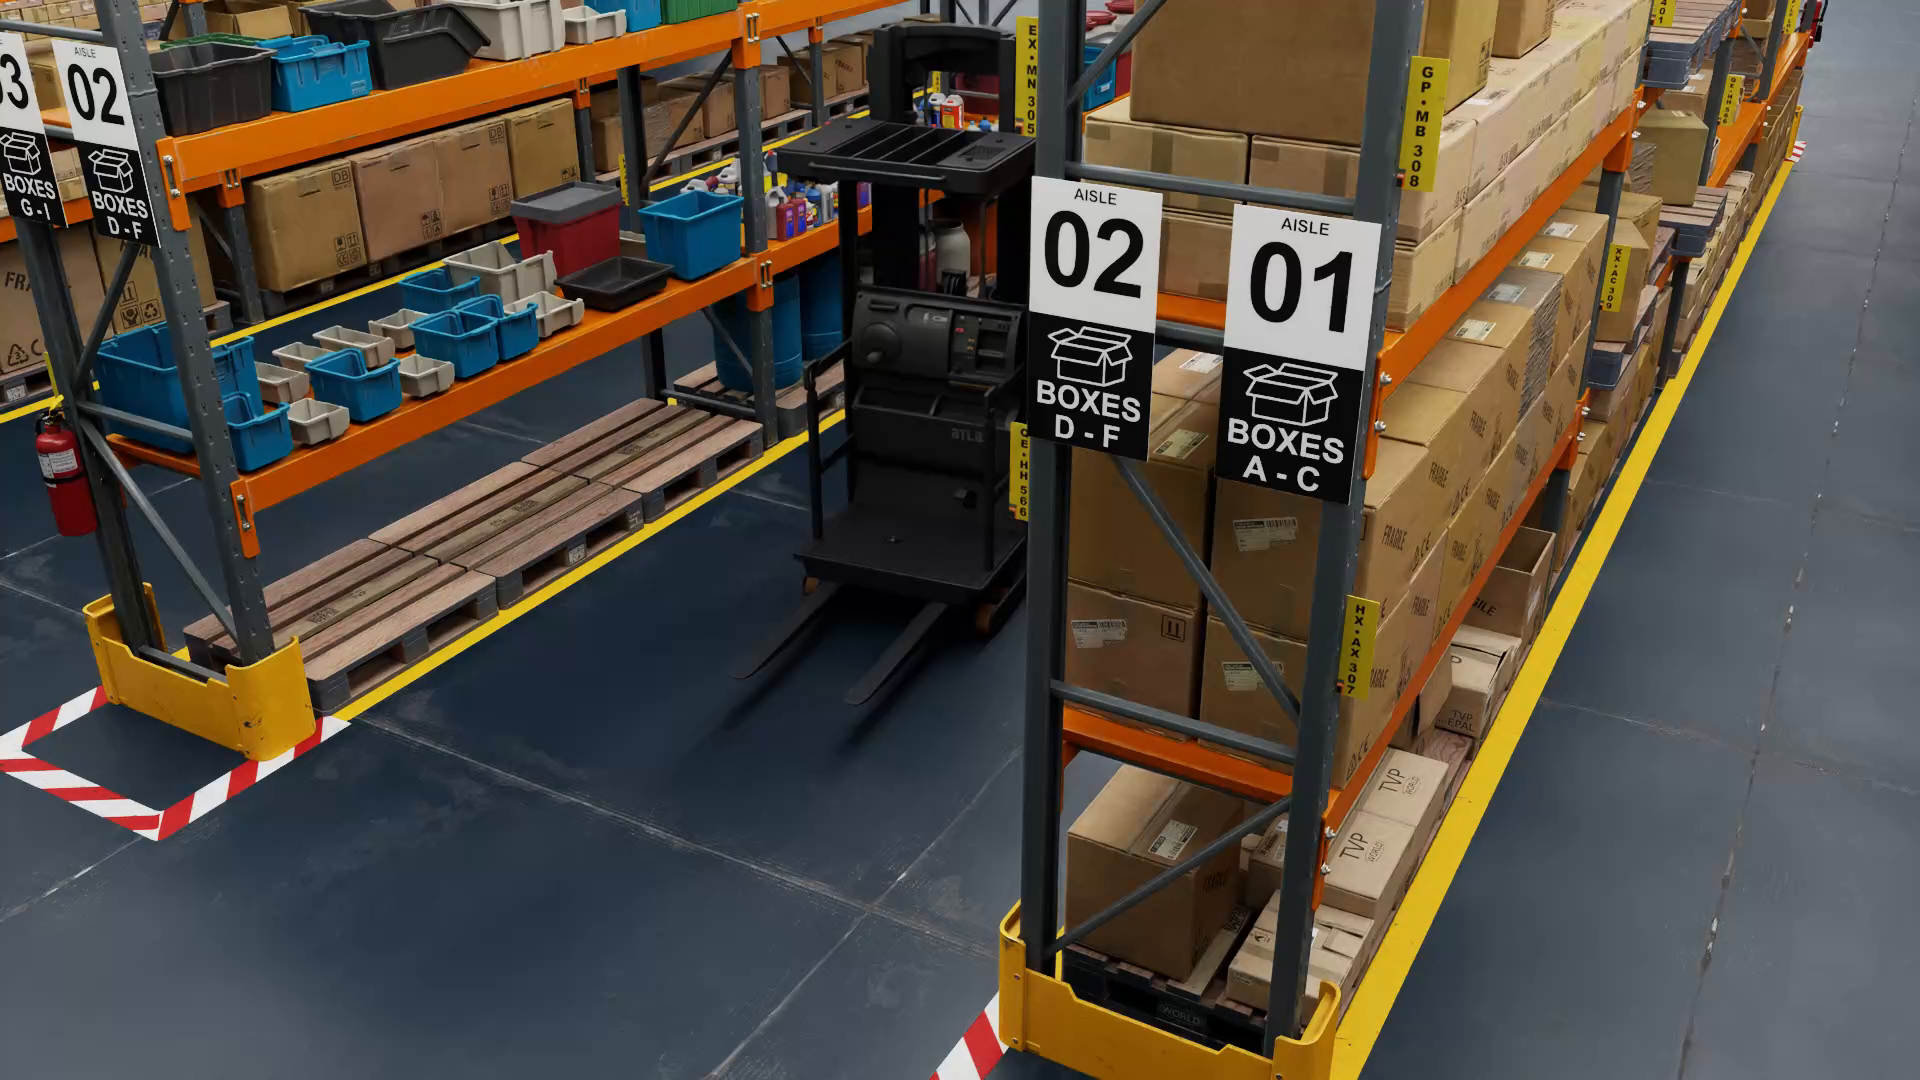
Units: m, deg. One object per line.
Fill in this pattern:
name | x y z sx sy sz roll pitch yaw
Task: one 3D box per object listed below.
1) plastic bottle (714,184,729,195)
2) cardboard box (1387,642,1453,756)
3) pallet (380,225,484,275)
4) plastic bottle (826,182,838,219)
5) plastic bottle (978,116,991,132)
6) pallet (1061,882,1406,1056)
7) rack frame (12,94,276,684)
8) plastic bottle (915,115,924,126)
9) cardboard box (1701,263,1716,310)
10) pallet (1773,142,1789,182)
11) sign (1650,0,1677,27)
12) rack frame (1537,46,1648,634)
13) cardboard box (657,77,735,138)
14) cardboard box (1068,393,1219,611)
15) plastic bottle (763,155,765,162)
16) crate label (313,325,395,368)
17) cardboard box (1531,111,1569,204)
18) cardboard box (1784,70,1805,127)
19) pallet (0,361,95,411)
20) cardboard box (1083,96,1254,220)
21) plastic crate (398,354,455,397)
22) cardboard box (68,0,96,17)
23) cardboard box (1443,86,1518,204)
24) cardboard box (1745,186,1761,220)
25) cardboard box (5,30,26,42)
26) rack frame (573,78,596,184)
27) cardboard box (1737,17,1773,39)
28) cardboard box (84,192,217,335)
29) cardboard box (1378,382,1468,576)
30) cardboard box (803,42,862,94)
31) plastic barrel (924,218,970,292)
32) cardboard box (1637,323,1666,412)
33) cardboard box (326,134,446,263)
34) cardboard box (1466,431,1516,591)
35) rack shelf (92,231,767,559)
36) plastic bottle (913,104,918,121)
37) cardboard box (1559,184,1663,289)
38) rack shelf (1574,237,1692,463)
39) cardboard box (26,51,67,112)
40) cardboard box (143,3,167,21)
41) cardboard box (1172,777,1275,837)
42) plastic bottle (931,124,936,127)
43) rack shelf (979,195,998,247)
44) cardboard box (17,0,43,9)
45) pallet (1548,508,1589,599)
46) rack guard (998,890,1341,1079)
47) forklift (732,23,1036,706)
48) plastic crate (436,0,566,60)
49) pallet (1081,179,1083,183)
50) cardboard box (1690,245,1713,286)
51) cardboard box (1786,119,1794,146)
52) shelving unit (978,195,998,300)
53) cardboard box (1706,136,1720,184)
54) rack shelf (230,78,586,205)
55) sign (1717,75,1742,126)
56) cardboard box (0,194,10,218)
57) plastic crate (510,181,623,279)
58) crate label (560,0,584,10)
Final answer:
plastic bottle | -1.605 -2.296 11.207 0.097 0.201 0.097 0 27 0
cardboard box | 1.722 0.675 7.348 0.797 0.503 0.637 14 30 26
pallet | -5.068 -2.708 14.925 1.003 0.211 1.213 14 30 26
plastic bottle | -0.849 -2.291 11.119 0.097 0.271 0.097 0 27 0
plastic bottle | 0.189 -3.113 12.762 0.097 0.271 0.097 0 27 0
pallet | 1.102 1.488 6.543 1.003 0.211 1.213 14 30 26
rack frame | -3.637 -0.511 7.420 1.000 3.000 0.127 14 30 26
plastic bottle | -0.306 -3.242 13.098 0.097 0.201 0.097 0 27 0
cardboard box | 5.619 -2.034 13.066 0.500 0.250 0.500 13 30 25
pallet | 8.205 -4.100 17.705 1.003 0.211 1.213 14 30 26
sign | 3.118 -2.434 7.332 0.100 0.325 0.005 14 30 26
rack frame | 2.641 -0.978 8.352 1.000 3.000 0.127 14 30 26
cardboard box | -2.893 -4.723 18.135 0.700 0.500 0.500 12 29 22
cardboard box | 0.653 -0.145 5.460 0.500 0.500 0.500 14 30 26
plastic bottle | -1.411 -2.550 11.549 0.144 0.351 0.185 14 30 26
crate label | -3.123 -1.001 8.627 0.396 0.136 0.243 14 30 26
cardboard box | 1.890 -1.421 6.054 0.500 0.250 0.500 14 30 26
cardboard box | 8.540 -4.674 17.500 0.500 0.500 0.500 14 30 26
pallet | -7.023 -1.157 11.826 1.003 0.211 1.213 14 30 26
cardboard box | 0.704 -1.173 5.001 0.500 0.250 0.500 14 30 26
plastic crate | -2.665 -0.815 8.255 0.250 0.136 0.298 14 30 26
cardboard box | -8.762 -5.264 16.393 0.380 0.149 0.250 15 30 27
cardboard box | 1.405 -1.253 5.160 0.500 0.250 0.500 14 30 26
cardboard box | 7.069 -3.168 15.330 0.500 0.250 0.500 14 30 26
cardboard box | -9.149 -4.823 15.845 0.380 0.149 0.250 13 29 24
rack frame | -4.014 -4.720 15.827 1.000 3.000 0.127 14 30 26
cardboard box | 6.878 -4.492 14.537 0.380 0.149 0.250 14 30 26
cardboard box | -6.376 -2.159 12.616 0.875 0.875 0.875 14 30 26
cardboard box | 1.372 -0.231 5.632 0.500 0.500 0.500 15 30 27
cardboard box | -1.539 -5.720 20.150 0.500 0.500 0.500 -22 34 -37
plastic barrel | -0.127 -2.270 13.244 0.421 0.512 0.421 0 27 0
cardboard box | 4.353 -1.199 11.096 0.500 0.500 0.500 15 30 28
cardboard box | -5.245 -3.001 14.298 1.225 0.875 0.875 13 29 24
cardboard box | 1.867 -0.170 6.627 0.500 0.500 0.500 15 30 27
rack shelf | -2.653 -0.969 9.138 1.077 0.370 4.000 14 30 26
plastic bottle | -0.424 -3.296 13.121 0.152 0.276 0.135 14 30 26
cardboard box | 3.352 -1.628 9.070 0.700 0.500 0.500 20 33 34
rack shelf | 3.625 -1.436 10.070 1.077 0.370 4.000 14 30 26
cardboard box | -6.225 -3.130 11.648 0.500 0.500 0.500 15 30 27
cardboard box | -8.375 -5.436 17.071 0.380 0.149 0.250 15 30 27
cardboard box | 1.220 0.984 7.013 0.500 0.250 0.500 14 30 26
plastic bottle | -0.206 -2.857 12.161 0.144 0.351 0.185 14 30 26
rack shelf | 0.402 -2.028 9.918 0.431 0.518 0.480 11 28 20
cardboard box | -9.021 -5.190 15.914 0.380 0.149 0.250 15 30 28
pallet | 3.009 -0.056 9.627 1.003 0.211 1.213 14 30 26
rack guard | 0.711 1.669 5.857 1.175 0.500 0.348 14 30 26
forklift | -0.209 -1.027 8.527 1.130 2.935 3.031 10 28 20
plastic crate | -2.278 -2.595 8.365 0.437 0.282 0.530 14 30 26
pallet | 1.314 -3.149 15.805 1.003 0.211 1.213 14 30 26
cardboard box | 5.373 -2.092 12.554 0.500 0.311 0.500 13 30 25
cardboard box | 8.538 -4.339 17.669 0.500 0.250 0.500 14 30 26
shelving unit | 0.400 -1.412 10.220 0.431 2.100 0.503 11 28 20
cardboard box | 5.218 -2.803 12.098 0.500 0.311 0.500 14 30 26
rack shelf | -4.998 -3.618 14.431 1.077 0.370 4.000 14 30 26
sign | 5.086 -2.903 10.994 0.100 0.325 0.005 14 30 26
cardboard box | -6.604 -2.258 11.190 0.380 0.149 0.250 15 30 27
plastic crate | -2.327 -1.833 9.922 0.402 0.464 0.583 14 30 26
crate label | -2.162 -3.166 9.668 0.293 0.136 0.466 14 30 26
